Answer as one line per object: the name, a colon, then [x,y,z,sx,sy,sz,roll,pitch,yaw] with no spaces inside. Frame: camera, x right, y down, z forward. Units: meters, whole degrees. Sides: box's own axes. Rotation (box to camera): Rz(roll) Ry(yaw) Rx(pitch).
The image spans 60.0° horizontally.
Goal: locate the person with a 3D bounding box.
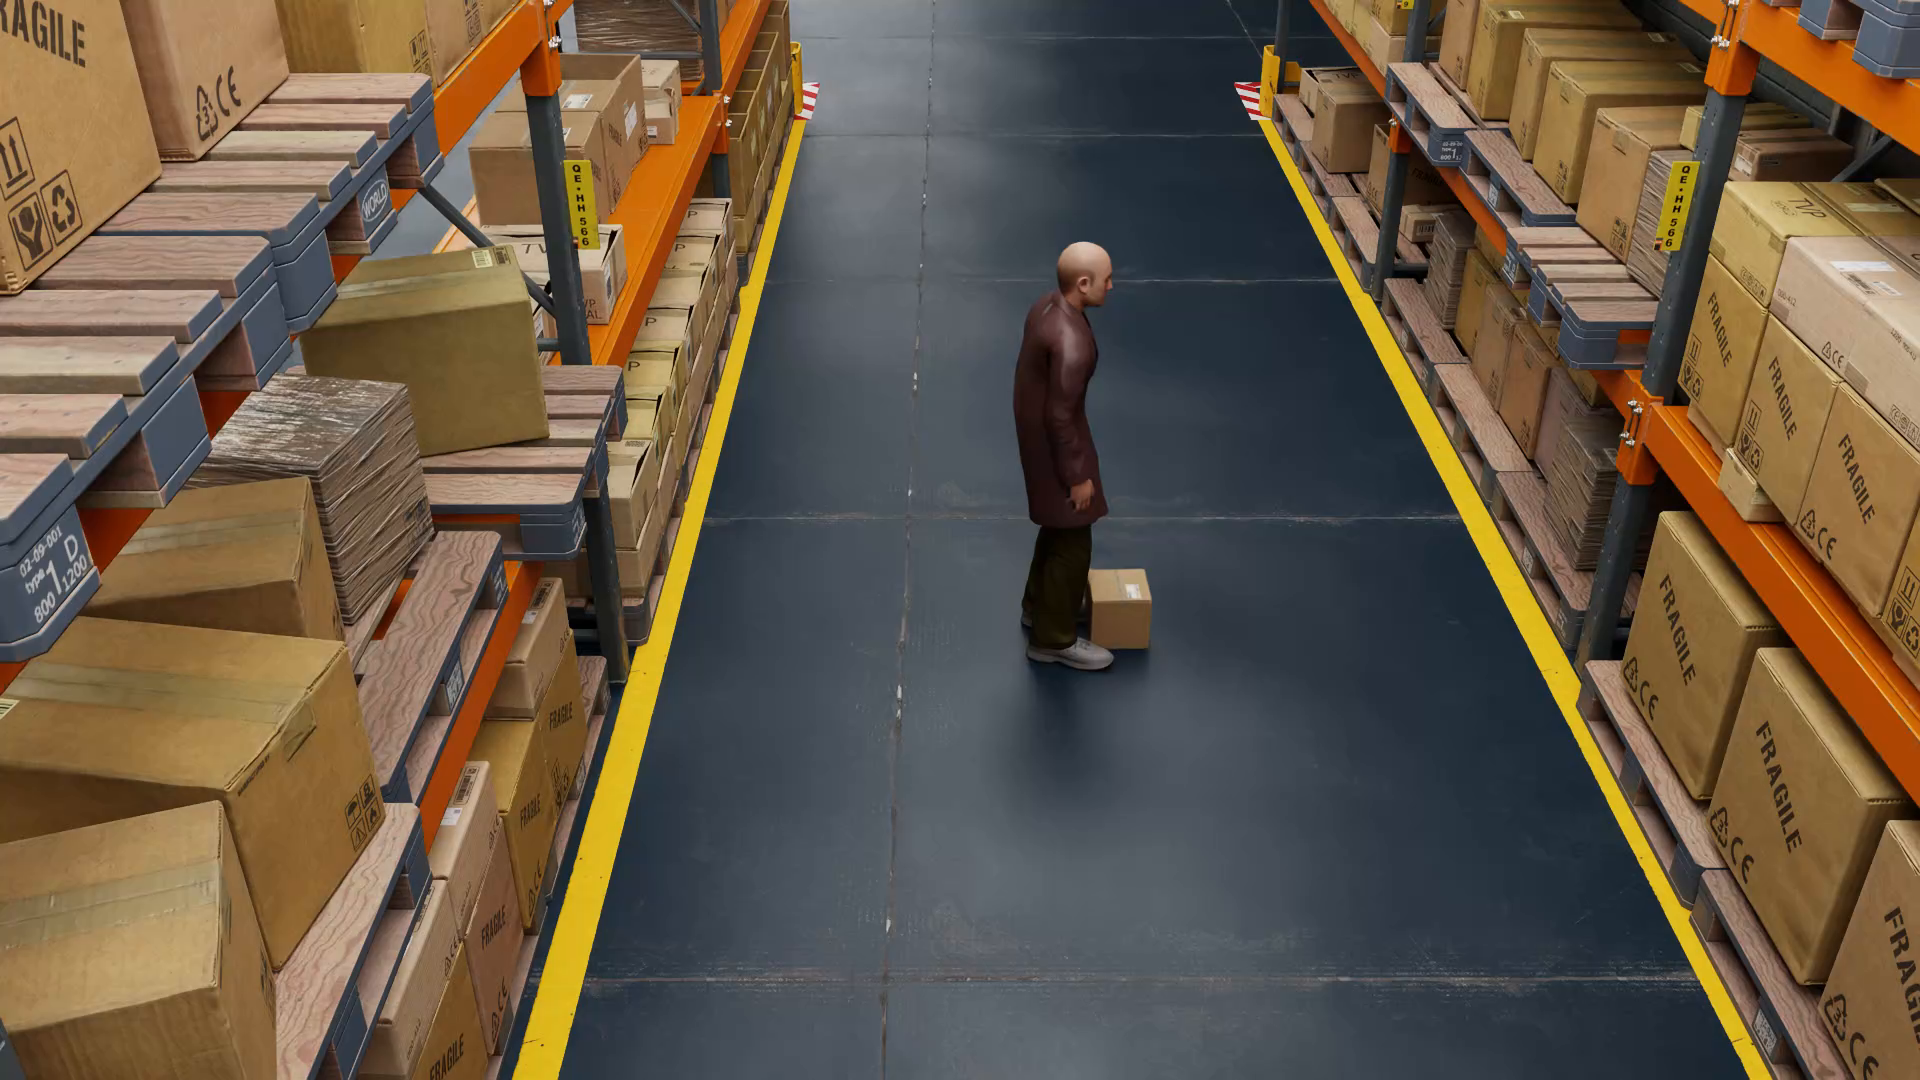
person: [0.425,-0.352,6.732,0.427,1.772,0.635,-1,31,-2]
